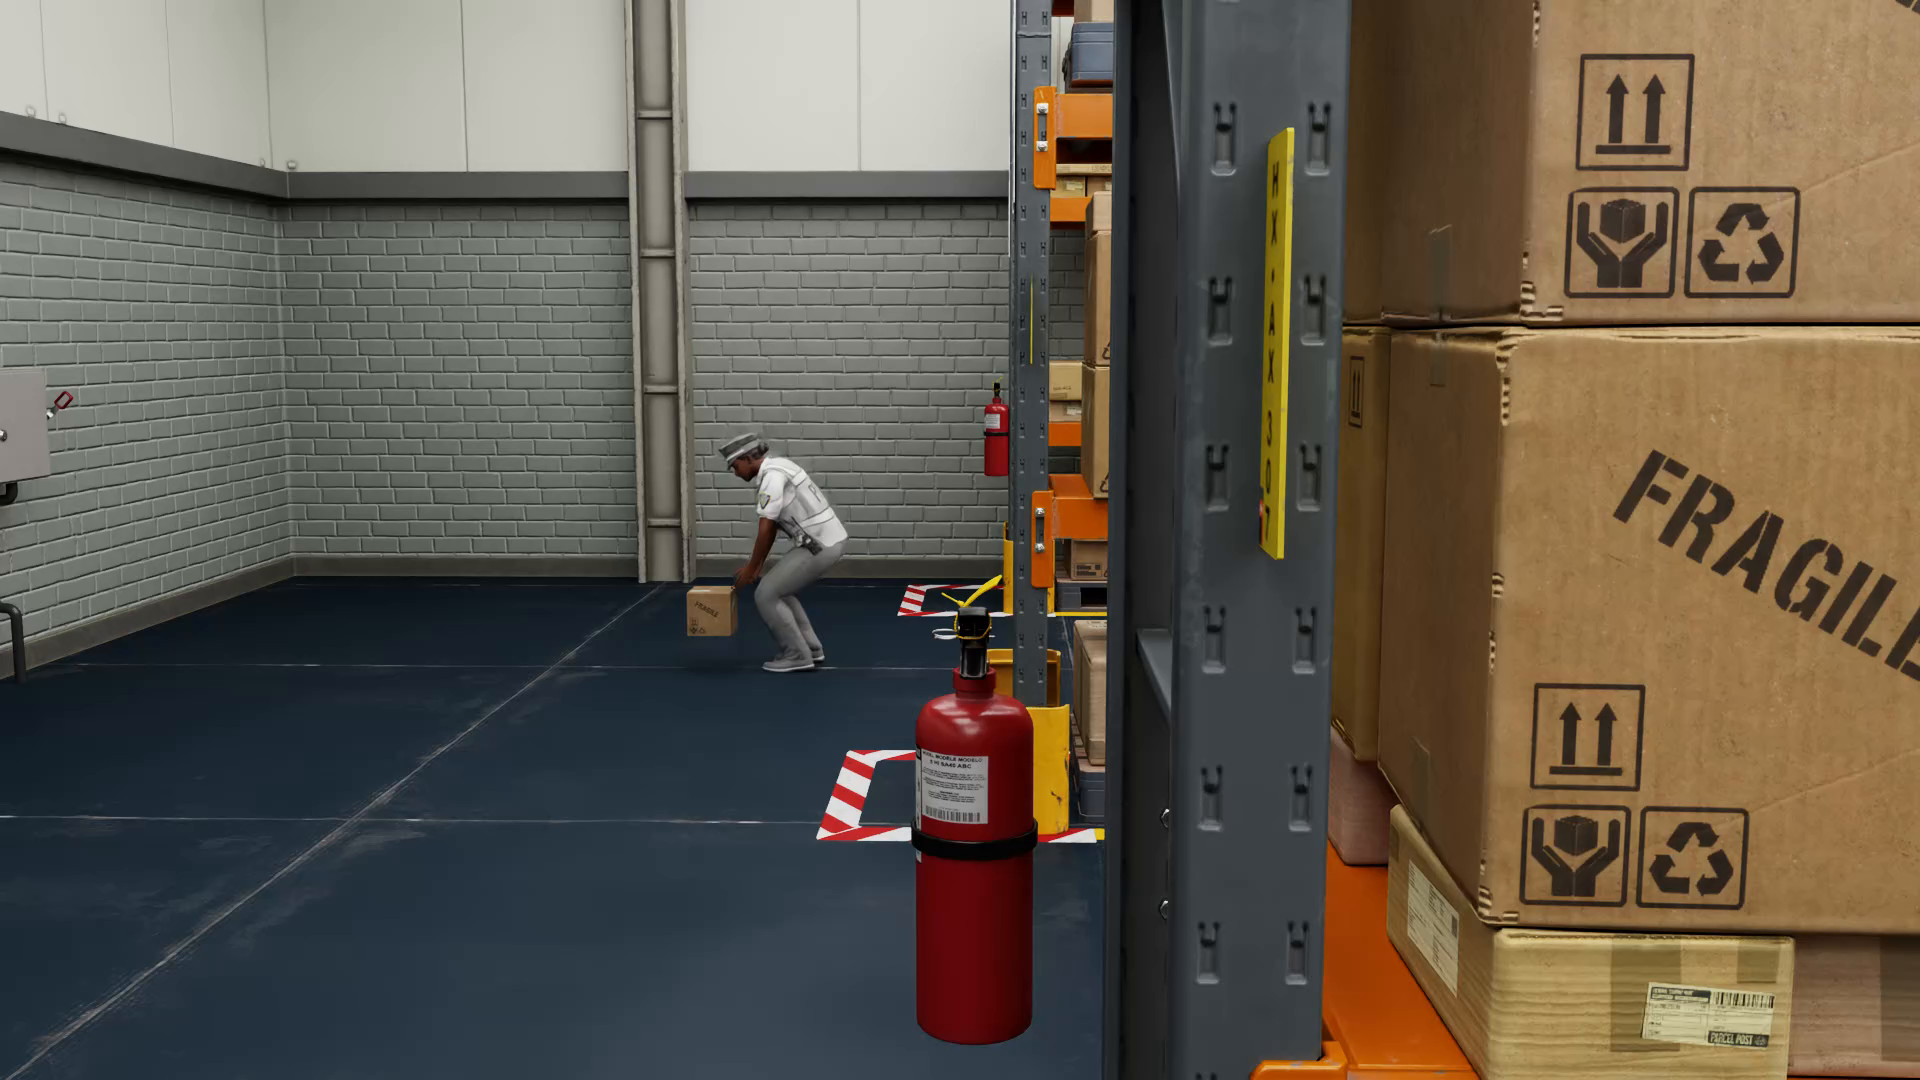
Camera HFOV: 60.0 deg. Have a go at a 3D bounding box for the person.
[{"bbox_3d":[-1.009,0.067,9.481,0.724,1.360,0.496,0,7,1],"label":"person"}]
